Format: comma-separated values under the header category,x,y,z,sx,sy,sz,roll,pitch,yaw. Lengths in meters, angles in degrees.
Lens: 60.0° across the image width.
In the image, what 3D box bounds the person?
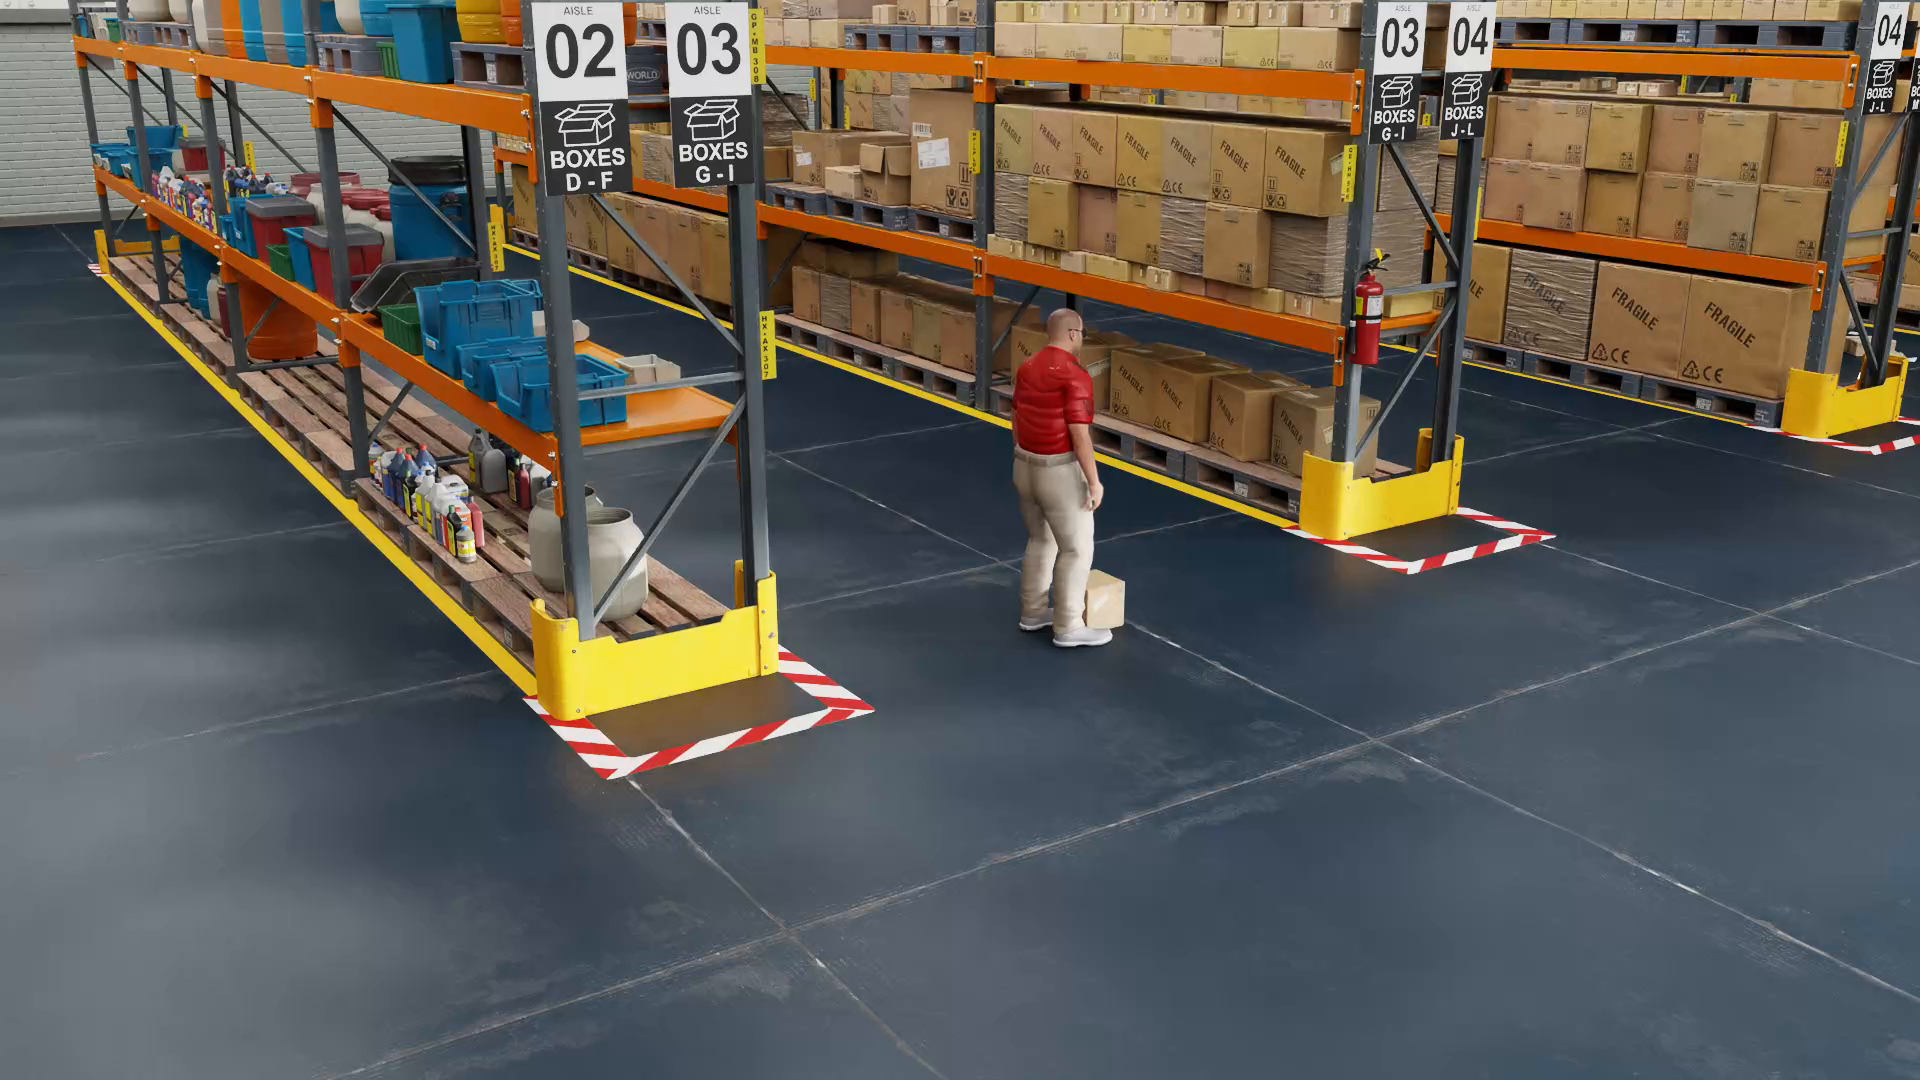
category,x,y,z,sx,sy,sz,roll,pitch,yaw
person,0.500,-0.331,8.598,0.392,1.728,0.603,-13,22,-34
